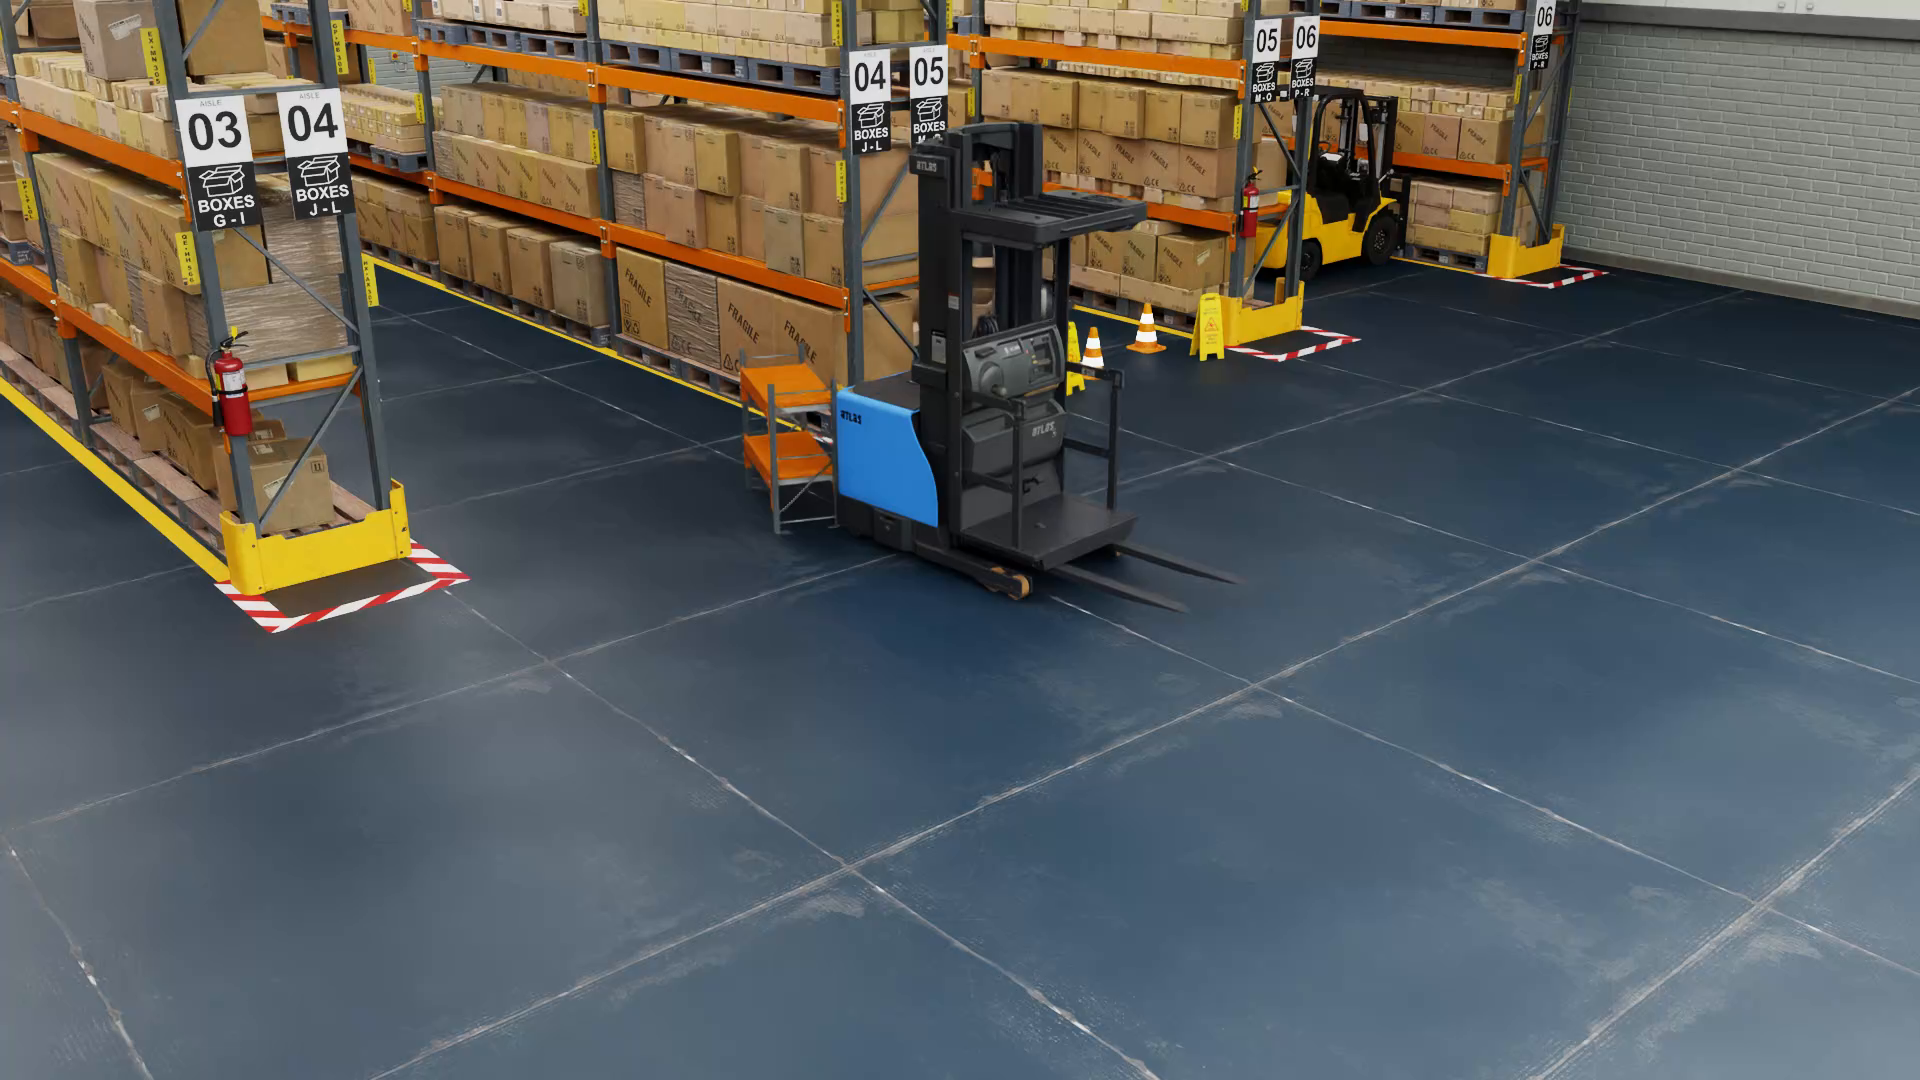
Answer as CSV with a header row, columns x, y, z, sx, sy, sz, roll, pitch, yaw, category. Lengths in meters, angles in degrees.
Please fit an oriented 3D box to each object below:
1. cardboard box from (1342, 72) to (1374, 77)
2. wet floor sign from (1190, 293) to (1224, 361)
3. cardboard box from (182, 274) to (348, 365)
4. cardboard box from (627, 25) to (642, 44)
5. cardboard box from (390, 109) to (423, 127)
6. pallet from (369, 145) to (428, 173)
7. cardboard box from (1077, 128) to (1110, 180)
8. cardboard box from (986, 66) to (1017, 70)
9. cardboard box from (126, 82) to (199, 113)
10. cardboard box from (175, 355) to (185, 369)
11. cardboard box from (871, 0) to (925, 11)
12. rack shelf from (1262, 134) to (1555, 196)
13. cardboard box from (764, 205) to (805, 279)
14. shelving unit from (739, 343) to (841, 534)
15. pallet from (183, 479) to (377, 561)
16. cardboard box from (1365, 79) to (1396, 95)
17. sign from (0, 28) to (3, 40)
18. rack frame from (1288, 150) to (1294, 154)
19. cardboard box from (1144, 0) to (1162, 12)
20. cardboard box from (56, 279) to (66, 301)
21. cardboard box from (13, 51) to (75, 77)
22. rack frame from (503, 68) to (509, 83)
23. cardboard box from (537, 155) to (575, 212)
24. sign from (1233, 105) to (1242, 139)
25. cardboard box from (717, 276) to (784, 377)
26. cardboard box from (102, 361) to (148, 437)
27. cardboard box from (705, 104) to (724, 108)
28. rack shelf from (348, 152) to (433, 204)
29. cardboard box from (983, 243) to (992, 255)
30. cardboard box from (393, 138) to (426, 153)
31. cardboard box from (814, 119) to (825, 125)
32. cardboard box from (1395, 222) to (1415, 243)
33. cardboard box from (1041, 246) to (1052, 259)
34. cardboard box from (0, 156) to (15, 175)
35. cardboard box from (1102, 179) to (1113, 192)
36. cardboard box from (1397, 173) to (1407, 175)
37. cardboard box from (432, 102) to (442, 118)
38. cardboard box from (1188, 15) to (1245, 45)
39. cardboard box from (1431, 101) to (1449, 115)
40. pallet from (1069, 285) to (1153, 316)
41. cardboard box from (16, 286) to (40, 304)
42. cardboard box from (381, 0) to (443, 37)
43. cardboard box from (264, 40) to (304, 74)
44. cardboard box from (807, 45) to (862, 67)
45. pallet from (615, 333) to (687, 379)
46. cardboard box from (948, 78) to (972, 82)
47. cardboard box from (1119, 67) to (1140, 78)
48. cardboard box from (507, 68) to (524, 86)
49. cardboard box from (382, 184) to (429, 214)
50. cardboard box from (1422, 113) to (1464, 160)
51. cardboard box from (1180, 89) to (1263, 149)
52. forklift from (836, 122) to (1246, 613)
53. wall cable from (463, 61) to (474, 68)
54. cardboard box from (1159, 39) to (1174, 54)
x,y,z,sx,sy,sz,roll,pitch,yaw,category
5.270,-6.097,22.002,0.380,0.149,0.250,-18,28,-38,cardboard box
2.473,-2.138,16.558,0.267,0.644,0.232,-8,23,-19,wet floor sign
-4.686,-1.526,11.222,0.875,0.500,0.500,-17,27,-37,cardboard box
-2.823,-4.640,15.237,0.380,0.149,0.250,-18,27,-38,cardboard box
-6.413,-4.927,19.404,0.380,0.149,0.250,-19,28,-39,cardboard box
-6.292,-4.628,19.949,1.213,0.211,1.003,-17,27,-37,pallet
1.633,-4.234,18.136,0.500,0.500,0.500,-17,27,-37,cardboard box
0.762,-7.275,26.074,0.500,0.250,0.500,-19,28,-40,cardboard box
-5.108,-2.847,10.685,0.380,0.149,0.250,-19,28,-40,cardboard box
-5.206,-1.294,11.519,0.380,0.149,0.250,-17,27,-37,cardboard box
-0.501,-4.396,13.520,0.380,0.149,0.250,-17,27,-37,cardboard box
5.612,-4.942,21.474,1.077,0.370,4.000,-17,27,-37,rack shelf
-1.176,-2.644,14.415,0.875,0.550,0.550,-17,27,-37,cardboard box
-1.274,-0.776,12.424,0.538,1.125,1.048,-7,22,-17,shelving unit
-4.901,-0.138,12.046,1.003,0.211,1.213,-17,27,-37,pallet
5.367,-5.756,21.133,0.380,0.149,0.250,-17,27,-37,cardboard box
-7.377,-3.975,12.658,0.100,0.325,0.005,-17,27,-37,sign
4.307,-5.829,22.754,1.000,3.000,0.127,-17,27,-37,rack frame
2.115,-5.514,17.087,0.380,0.149,0.250,-17,27,-37,cardboard box
-7.046,-2.040,13.423,0.380,0.149,0.250,-17,27,-37,cardboard box
-6.980,-3.637,12.702,0.380,0.149,0.250,-18,28,-39,cardboard box
-7.284,-7.962,28.199,1.000,3.000,0.127,-17,27,-37,rack frame
-4.008,-3.707,17.198,0.500,0.500,0.500,-18,28,-38,cardboard box
2.726,-4.101,16.321,0.100,0.325,0.005,-17,27,-37,sign
-1.593,-1.956,15.202,0.875,0.875,0.875,-18,28,-38,cardboard box
-6.728,-1.199,13.784,0.500,0.500,0.500,-18,28,-39,cardboard box
-3.251,-6.040,23.498,0.500,0.250,0.500,-18,28,-38,cardboard box
-7.052,-4.763,21.018,1.077,0.370,4.000,-17,27,-37,rack shelf
0.205,-3.763,20.506,0.950,0.372,0.625,-17,27,-37,cardboard box
-6.416,-4.651,19.514,0.380,0.149,0.250,-17,27,-37,cardboard box
-1.688,-5.524,21.742,0.380,0.149,0.250,-20,29,-41,cardboard box
5.735,-3.974,21.212,0.500,0.250,0.500,-17,27,-37,cardboard box
1.088,-3.539,19.072,0.500,0.500,0.500,-16,27,-35,cardboard box
-8.747,-3.365,15.748,0.700,0.500,0.500,-13,25,-30,cardboard box
1.771,-3.904,18.183,0.380,0.149,0.250,-17,27,-37,cardboard box
5.381,-4.576,21.379,0.500,0.250,0.500,-18,28,-38,cardboard box
-6.235,-5.217,20.144,0.380,0.149,0.250,-18,27,-38,cardboard box
2.622,-5.084,16.536,0.500,0.250,0.500,-18,28,-38,cardboard box
6.014,-5.323,20.434,0.380,0.149,0.250,-18,27,-38,cardboard box
1.815,-2.834,18.930,1.003,0.211,1.213,-17,27,-37,pallet
-8.756,-2.461,15.949,0.500,0.250,0.500,-14,25,-32,cardboard box
-6.311,-6.086,19.159,0.500,0.500,0.500,-17,27,-37,cardboard box
-9.210,-6.508,22.572,0.500,0.500,0.500,-19,28,-39,cardboard box
-0.998,-3.868,13.266,0.380,0.149,0.250,-18,27,-38,cardboard box
-2.698,-1.913,16.579,1.003,0.211,1.213,-17,27,-37,pallet
-0.179,-5.503,20.801,0.500,0.500,0.500,-18,27,-38,cardboard box
2.531,-6.771,24.131,0.380,0.149,0.250,-17,27,-36,cardboard box
-7.188,-7.808,27.668,0.500,0.500,0.500,-18,27,-38,cardboard box
-6.729,-4.190,20.391,0.500,0.250,0.500,-17,27,-37,cardboard box
6.066,-4.990,20.473,0.500,0.500,0.500,-16,27,-36,cardboard box
2.661,-4.281,16.886,0.700,0.500,0.500,-18,28,-39,cardboard box
0.520,-1.184,10.987,3.031,2.935,1.130,19,28,40,forklift
-9.915,-10.328,32.848,0.588,1.984,0.122,-17,27,-37,wall cable
2.265,-5.081,17.076,0.380,0.149,0.250,-17,27,-37,cardboard box
